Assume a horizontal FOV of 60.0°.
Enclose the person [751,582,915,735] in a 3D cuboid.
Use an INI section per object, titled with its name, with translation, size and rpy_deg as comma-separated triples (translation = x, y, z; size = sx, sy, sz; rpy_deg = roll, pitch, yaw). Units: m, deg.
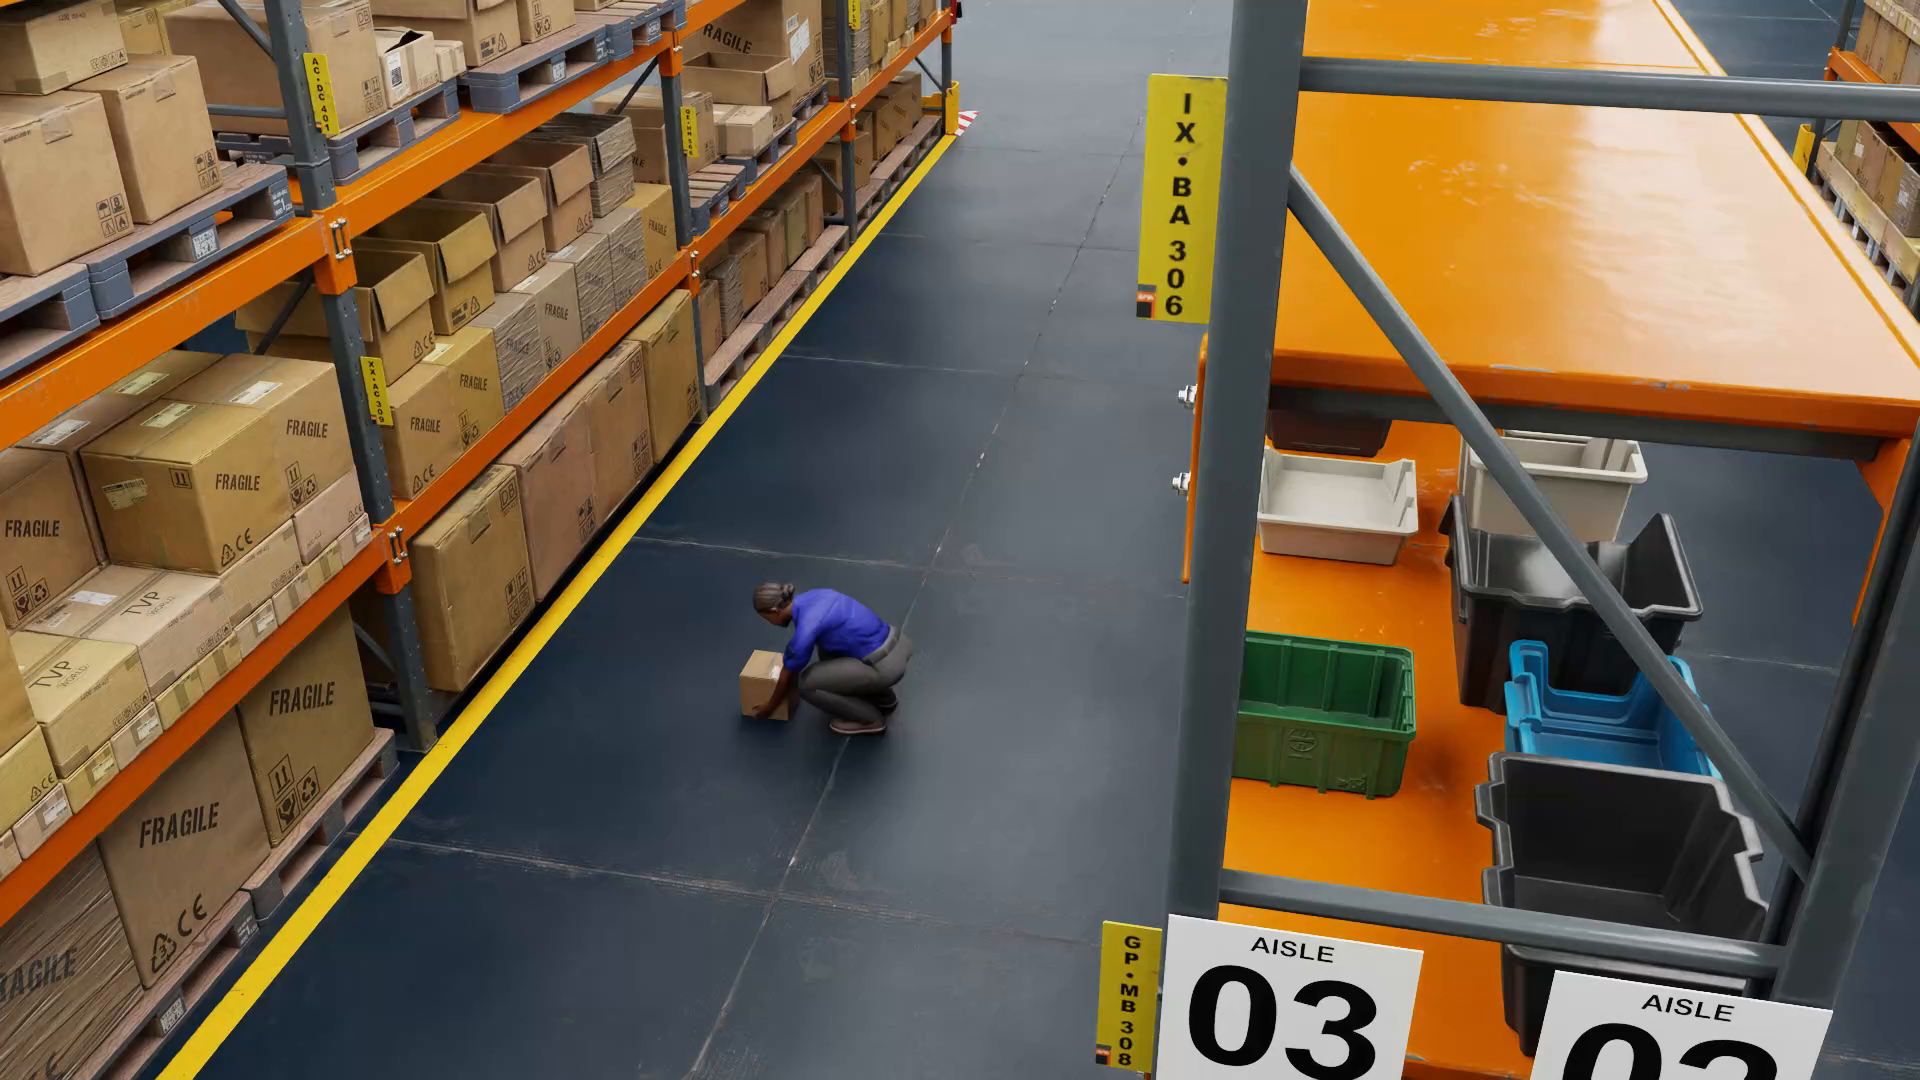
[person]
translation = -0.654, 0.575, 8.508
size = 0.824, 0.809, 0.479
rpy_deg = 6, 30, 11
